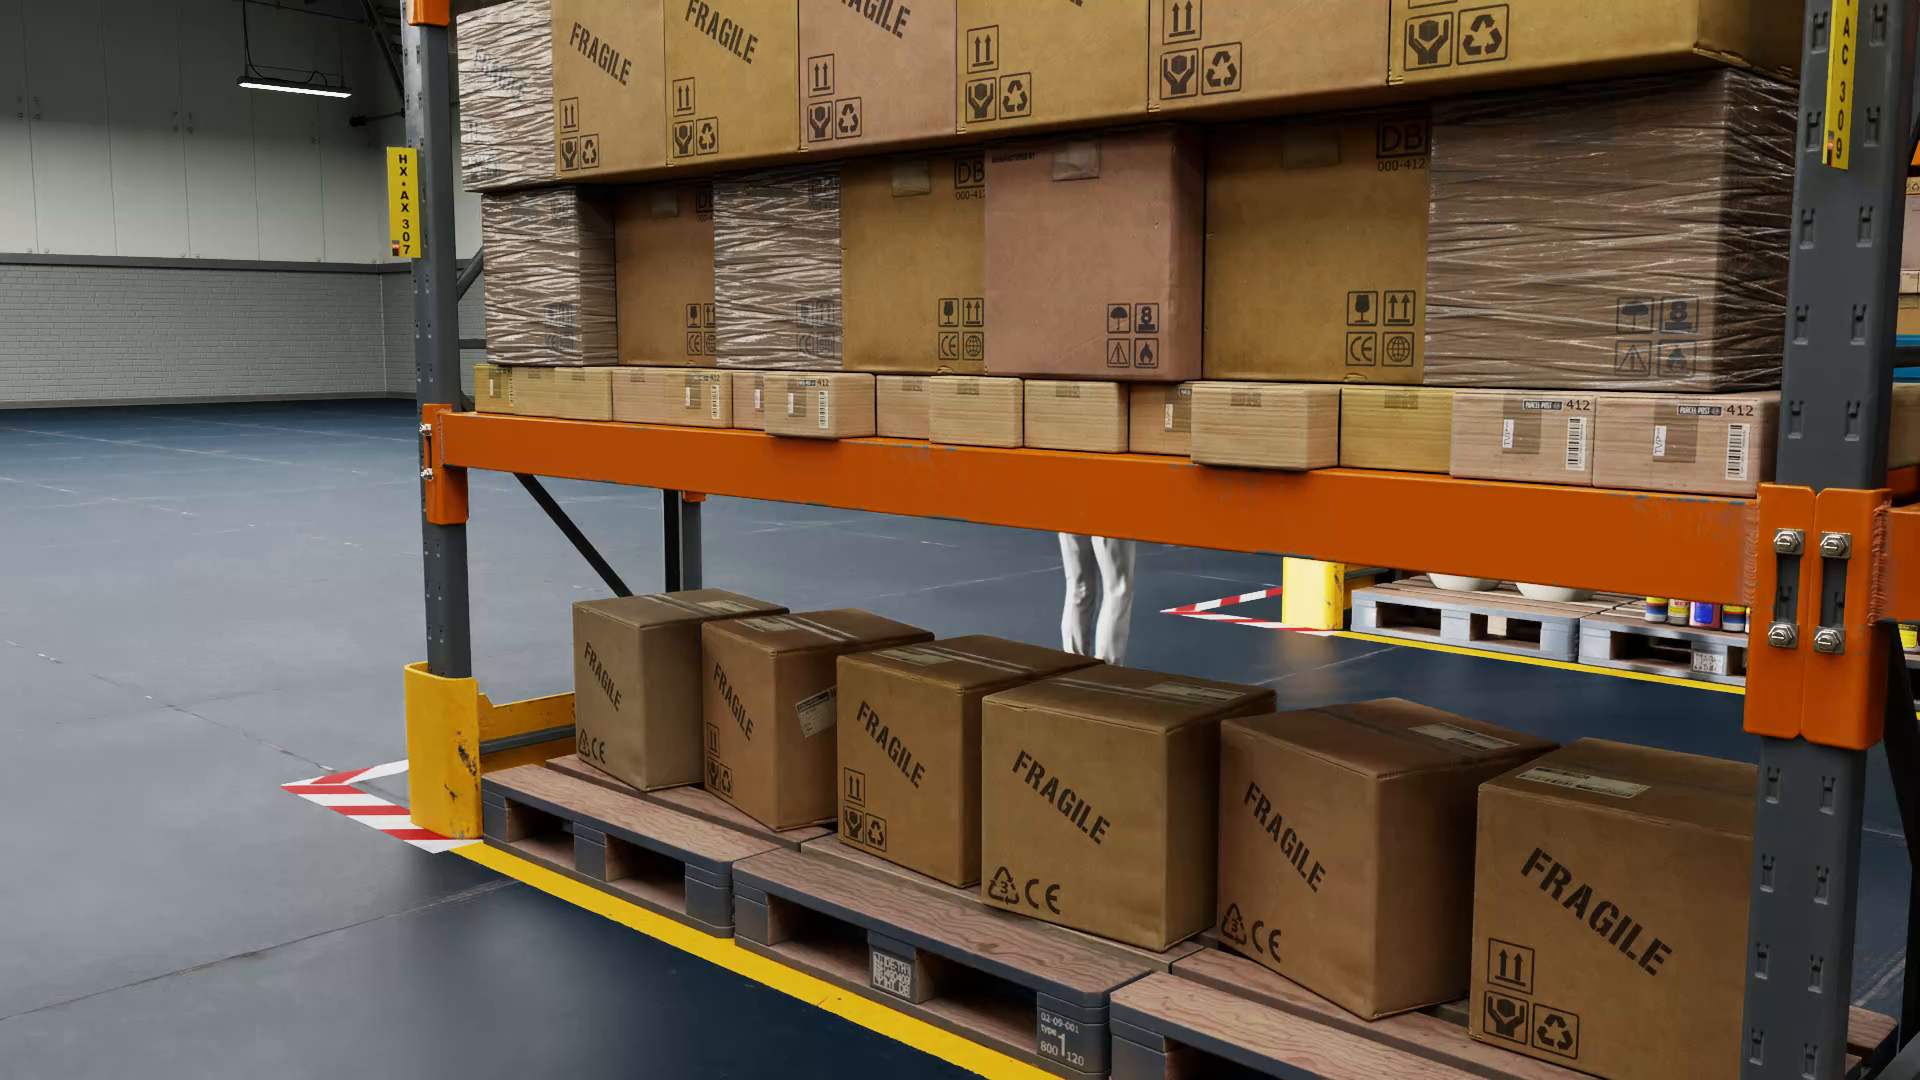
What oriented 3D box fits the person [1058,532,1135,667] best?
[{"bbox_3d":[0.605,-0.169,6.986,0.486,1.692,0.503,7,10,43],"label":"person"}]
